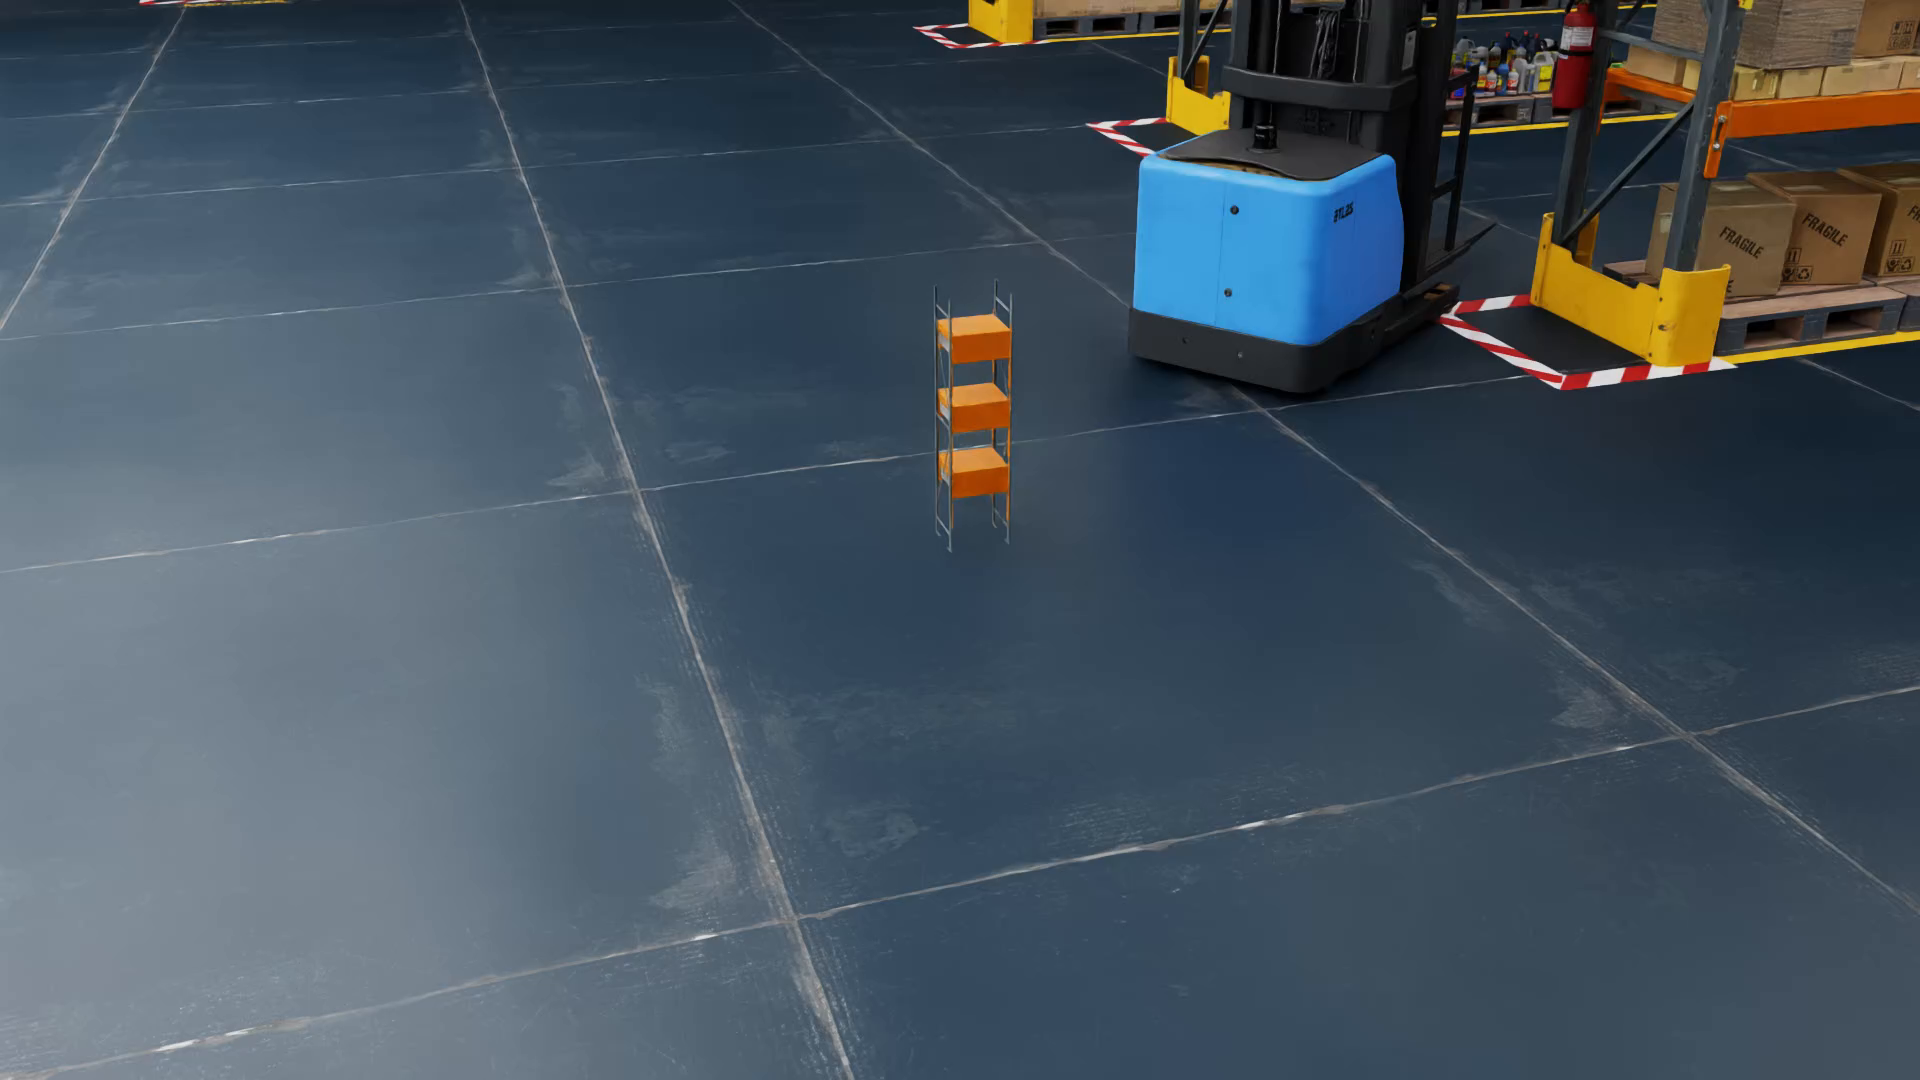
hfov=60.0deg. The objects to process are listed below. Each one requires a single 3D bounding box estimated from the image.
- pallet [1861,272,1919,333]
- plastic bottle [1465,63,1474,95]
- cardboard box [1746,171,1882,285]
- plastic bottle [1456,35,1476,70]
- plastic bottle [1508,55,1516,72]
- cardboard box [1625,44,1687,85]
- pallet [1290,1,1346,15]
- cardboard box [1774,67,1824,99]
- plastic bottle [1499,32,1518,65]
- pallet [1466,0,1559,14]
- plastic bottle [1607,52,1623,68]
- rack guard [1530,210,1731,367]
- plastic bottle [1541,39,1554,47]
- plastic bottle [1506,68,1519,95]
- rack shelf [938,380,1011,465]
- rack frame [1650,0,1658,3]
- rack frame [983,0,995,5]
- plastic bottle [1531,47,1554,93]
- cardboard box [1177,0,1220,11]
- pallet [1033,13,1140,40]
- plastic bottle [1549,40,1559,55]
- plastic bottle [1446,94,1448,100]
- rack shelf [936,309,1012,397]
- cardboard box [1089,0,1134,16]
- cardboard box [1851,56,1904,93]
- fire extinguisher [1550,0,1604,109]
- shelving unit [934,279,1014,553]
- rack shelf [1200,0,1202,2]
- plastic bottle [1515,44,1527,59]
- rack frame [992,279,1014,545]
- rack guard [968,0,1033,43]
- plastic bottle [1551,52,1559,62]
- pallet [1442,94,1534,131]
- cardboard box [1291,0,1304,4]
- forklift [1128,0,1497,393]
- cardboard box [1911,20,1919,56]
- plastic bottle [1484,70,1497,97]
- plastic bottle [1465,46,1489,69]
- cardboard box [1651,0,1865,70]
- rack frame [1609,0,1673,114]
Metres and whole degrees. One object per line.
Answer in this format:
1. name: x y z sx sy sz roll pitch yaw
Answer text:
1. pallet: 5.519 -1.507 9.549 1.213 0.211 1.003 -8 28 -16
2. plastic bottle: 4.117 -3.717 13.437 0.097 0.271 0.097 0 26 0
3. cardboard box: 4.662 -1.727 9.194 0.500 0.500 0.500 -1 26 -3
4. plastic bottle: 4.295 -4.118 14.156 0.185 0.351 0.144 -8 28 -17
5. plastic bottle: 4.573 -3.851 13.693 0.133 0.283 0.061 -8 28 -16
6. cardboard box: 3.712 -2.497 8.688 0.250 0.149 0.380 -8 28 -16
7. pallet: 3.475 -5.882 18.360 1.213 0.211 1.003 -8 28 -16
8. cardboard box: 4.093 -2.335 8.362 0.250 0.149 0.380 -8 28 -16
9. plastic bottle: 4.699 -4.177 14.274 0.185 0.351 0.144 -9 28 -18
10. pallet: 6.095 -6.261 19.124 1.213 0.211 1.003 -8 28 -16
11. plastic bottle: 5.419 -3.902 13.797 0.133 0.283 0.061 -7 27 -14
12. rack guard: 3.577 -1.374 8.955 0.348 0.500 1.175 -8 28 -16
13. plastic bottle: 5.037 -4.190 14.385 0.135 0.276 0.152 -7 27 -14
14. plastic bottle: 4.502 -3.741 13.565 0.097 0.201 0.097 0 26 0
15. rack shelf: 0.051 -0.468 6.536 0.240 0.259 0.215 -8 28 -16
16. rack frame: 8.048 -7.773 19.034 0.127 3.000 1.000 -8 28 -16
17. rack frame: 0.441 -6.672 16.815 0.127 3.000 1.000 -8 28 -16
18. plastic bottle: 4.762 -3.857 13.630 0.185 0.351 0.144 -8 28 -16
19. cardboard box: 2.446 -5.814 17.707 0.500 0.250 0.500 -8 28 -16
20. pallet: 1.155 -5.546 17.683 1.213 0.211 1.003 -8 28 -16
21. plastic bottle: 5.070 -4.148 14.293 0.133 0.283 0.061 -8 28 -16
22. plastic bottle: 3.890 -3.653 13.386 0.097 0.201 0.097 0 26 0
23. rack shelf: 0.051 -0.722 6.410 0.240 0.259 0.215 -8 28 -16
24. cardboard box: 1.494 -5.678 17.435 0.500 0.250 0.500 -8 28 -16
25. cardboard box: 4.567 -2.406 8.506 0.250 0.149 0.380 -8 28 -16
26. fire extinguisher: 3.253 -2.627 8.756 0.183 0.674 0.296 -8 28 -16
27. shelving unit: 0.051 -0.478 6.531 0.252 1.050 0.215 -8 28 -16
28. rack shelf: 3.873 -4.530 13.311 4.000 0.370 1.077 -8 28 -16
29. plastic bottle: 4.778 -4.096 14.201 0.097 0.271 0.097 0 26 0
30. rack frame: 0.167 -0.494 6.565 0.008 1.050 0.200 -8 28 -16
31. rack guard: 0.418 -5.549 17.365 0.348 0.500 1.175 -8 28 -16
32. plastic bottle: 4.999 -3.927 13.855 0.135 0.276 0.152 -8 28 -16
33. pallet: 3.961 -3.634 13.833 1.213 0.211 1.003 -8 28 -16
34. cardboard box: 3.392 -5.958 17.998 0.500 0.250 0.500 -8 28 -16
35. forklift: 2.135 -2.618 8.728 1.130 2.935 3.031 18 32 32
36. cardboard box: 4.963 -2.895 8.761 0.500 0.500 0.875 -8 28 -16
37. plastic bottle: 4.307 -3.713 13.508 0.097 0.201 0.097 0 26 0
38. plastic bottle: 4.365 -4.025 14.053 0.135 0.276 0.152 -8 28 -16
39. cardboard box: 4.036 -2.725 8.418 0.500 0.500 0.875 -8 28 -16
40. rack frame: 5.775 -5.128 13.705 0.127 3.000 1.000 -8 28 -16
